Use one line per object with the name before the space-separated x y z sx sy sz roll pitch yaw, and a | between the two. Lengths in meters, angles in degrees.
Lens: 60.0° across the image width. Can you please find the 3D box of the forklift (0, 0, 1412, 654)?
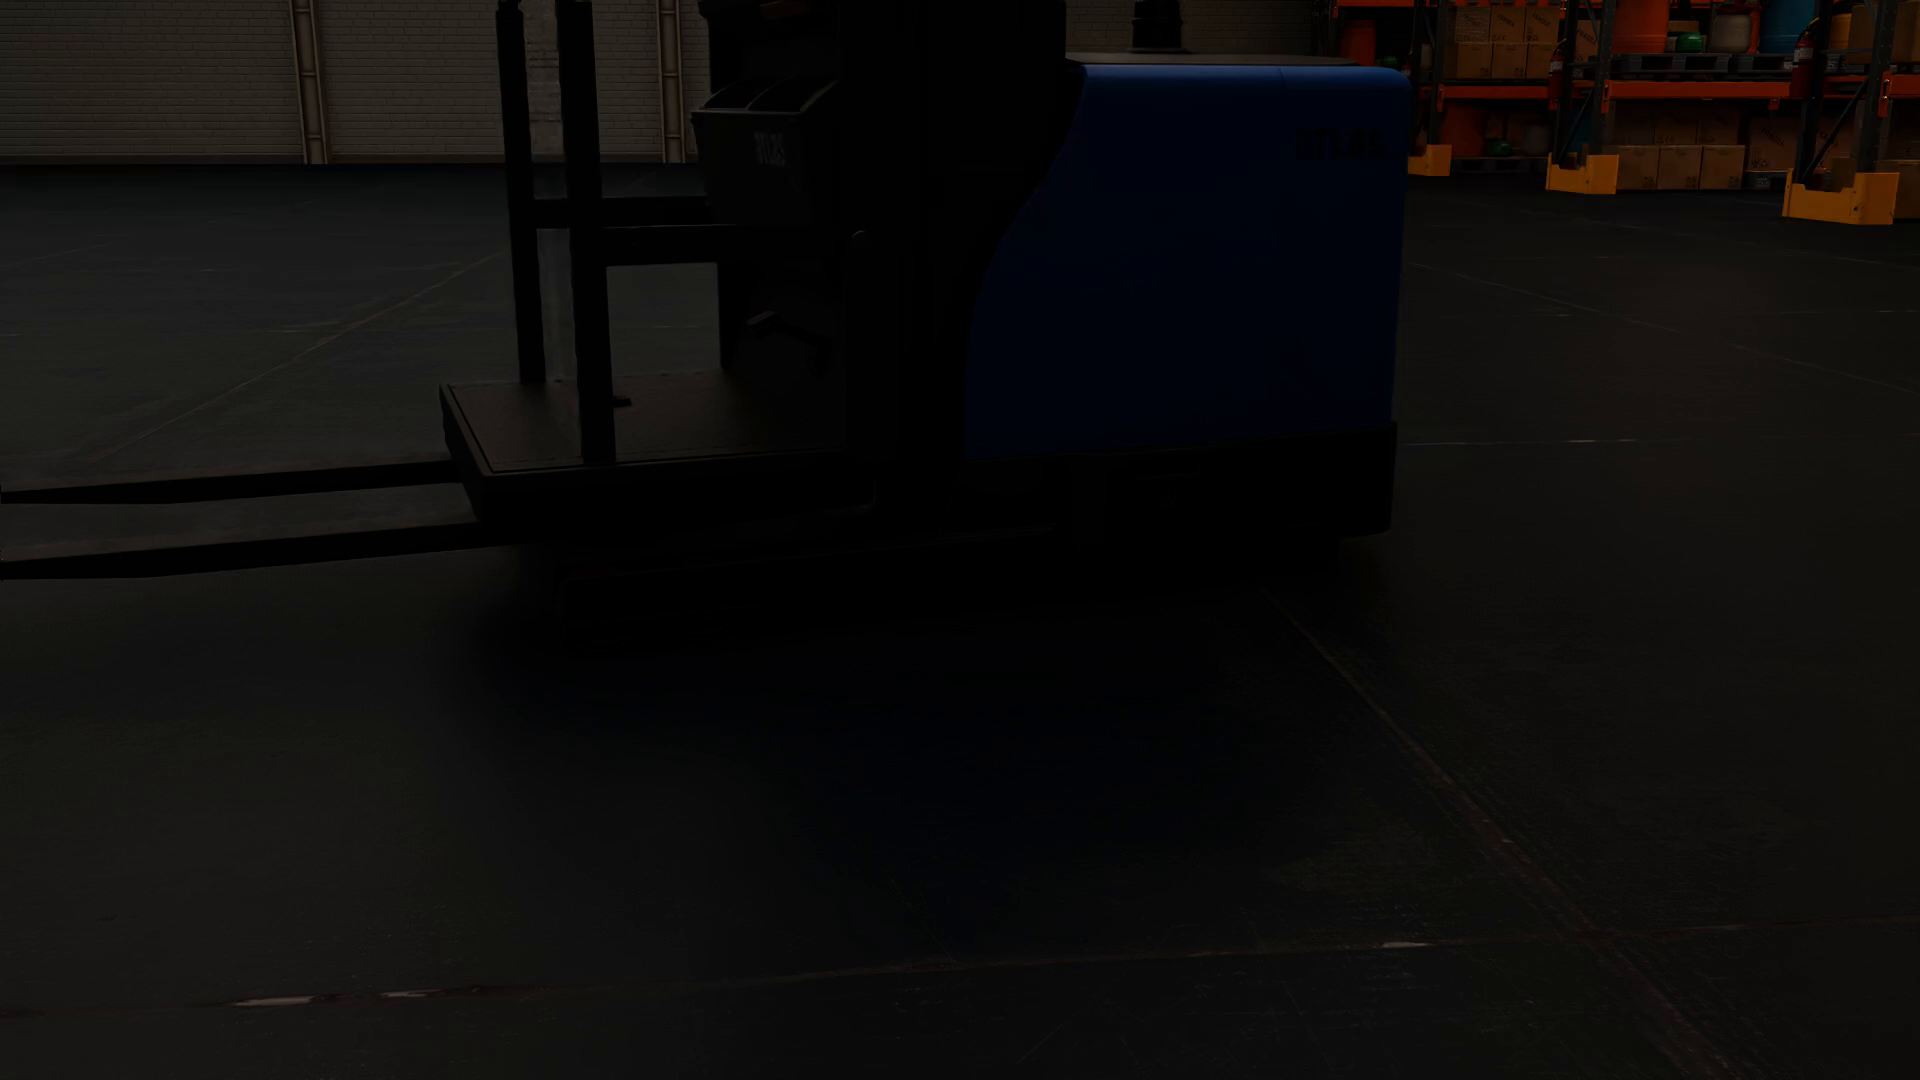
forklift | -0.595 -1.356 3.327 3.031 2.935 1.130 -6 16 -20
